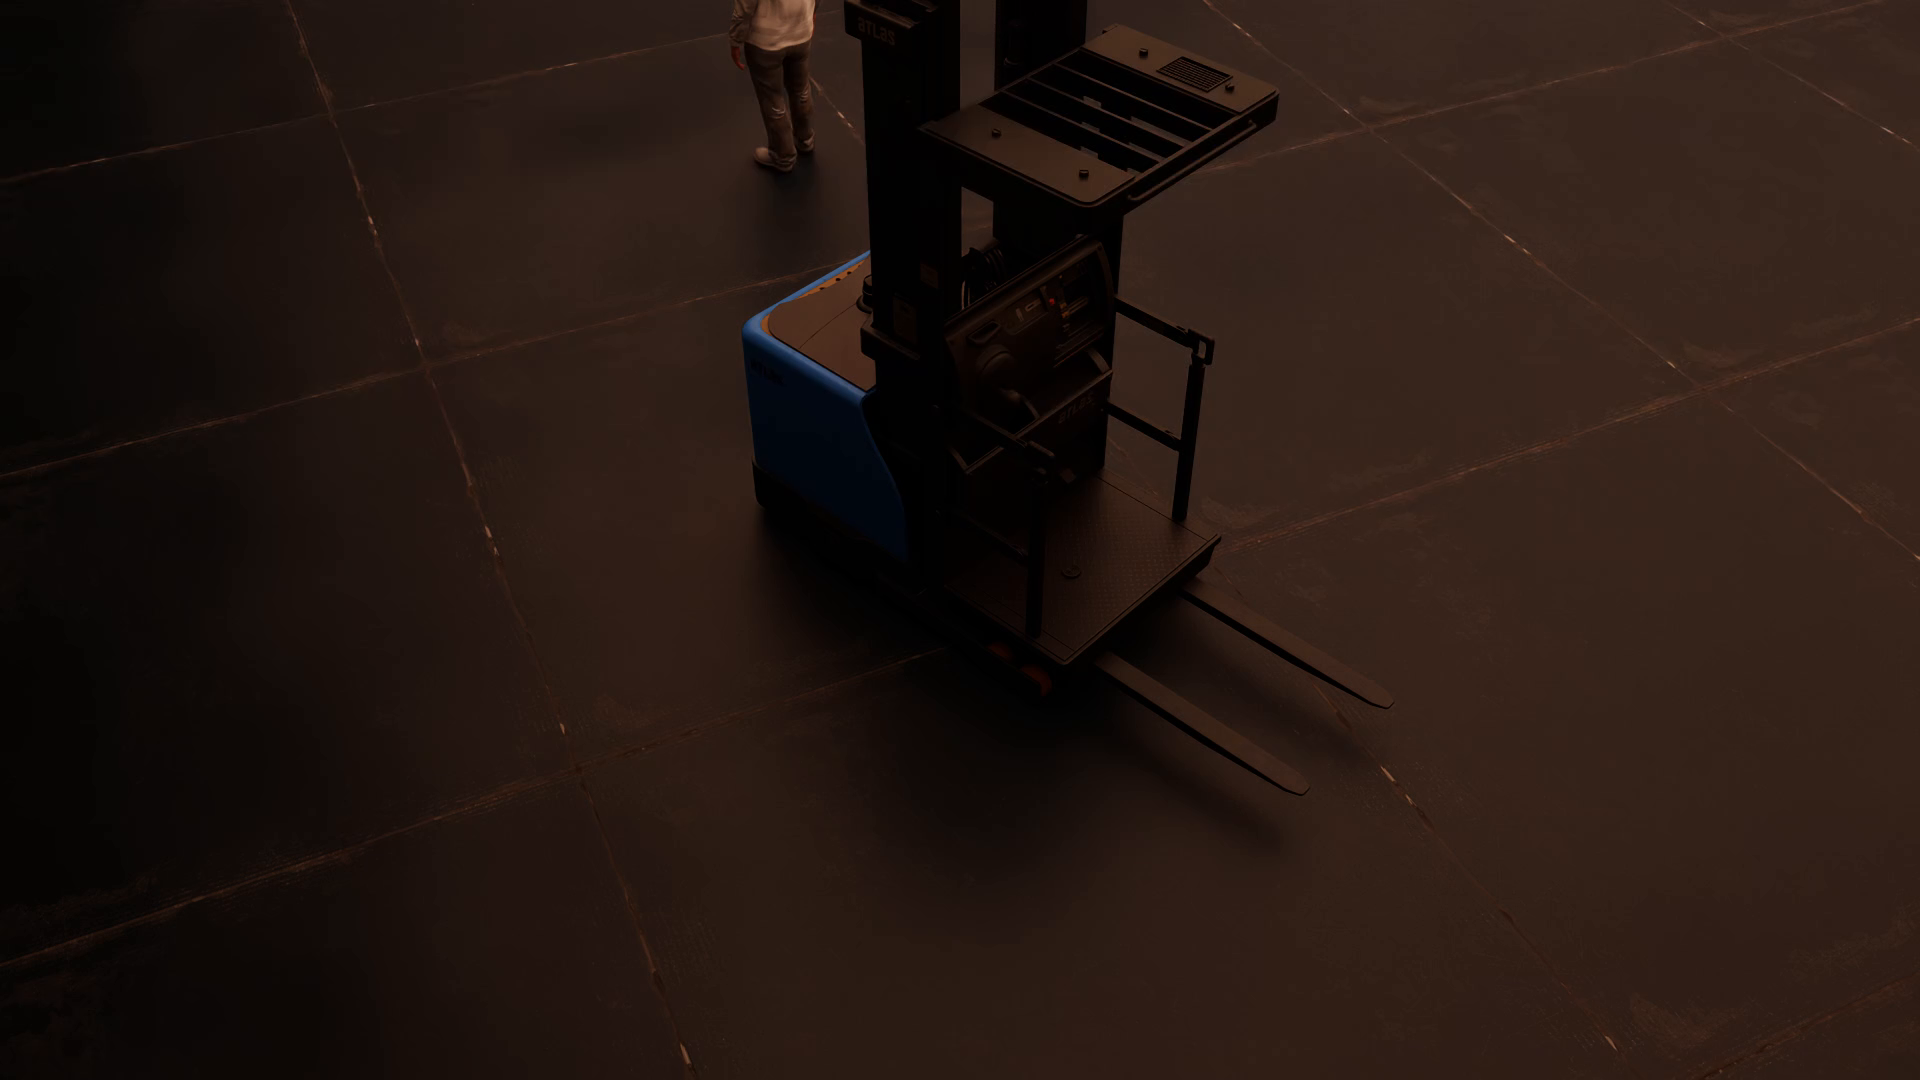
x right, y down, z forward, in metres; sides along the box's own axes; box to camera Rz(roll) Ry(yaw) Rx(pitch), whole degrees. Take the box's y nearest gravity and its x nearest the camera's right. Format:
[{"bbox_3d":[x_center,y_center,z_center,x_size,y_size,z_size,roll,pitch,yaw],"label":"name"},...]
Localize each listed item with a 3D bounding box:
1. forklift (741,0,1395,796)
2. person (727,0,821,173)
[{"bbox_3d":[0.445,-0.788,6.525,3.031,2.935,1.130,32,52,30],"label":"forklift"},{"bbox_3d":[-1.109,-2.988,9.719,0.632,1.773,0.569,-30,51,-28],"label":"person"}]
